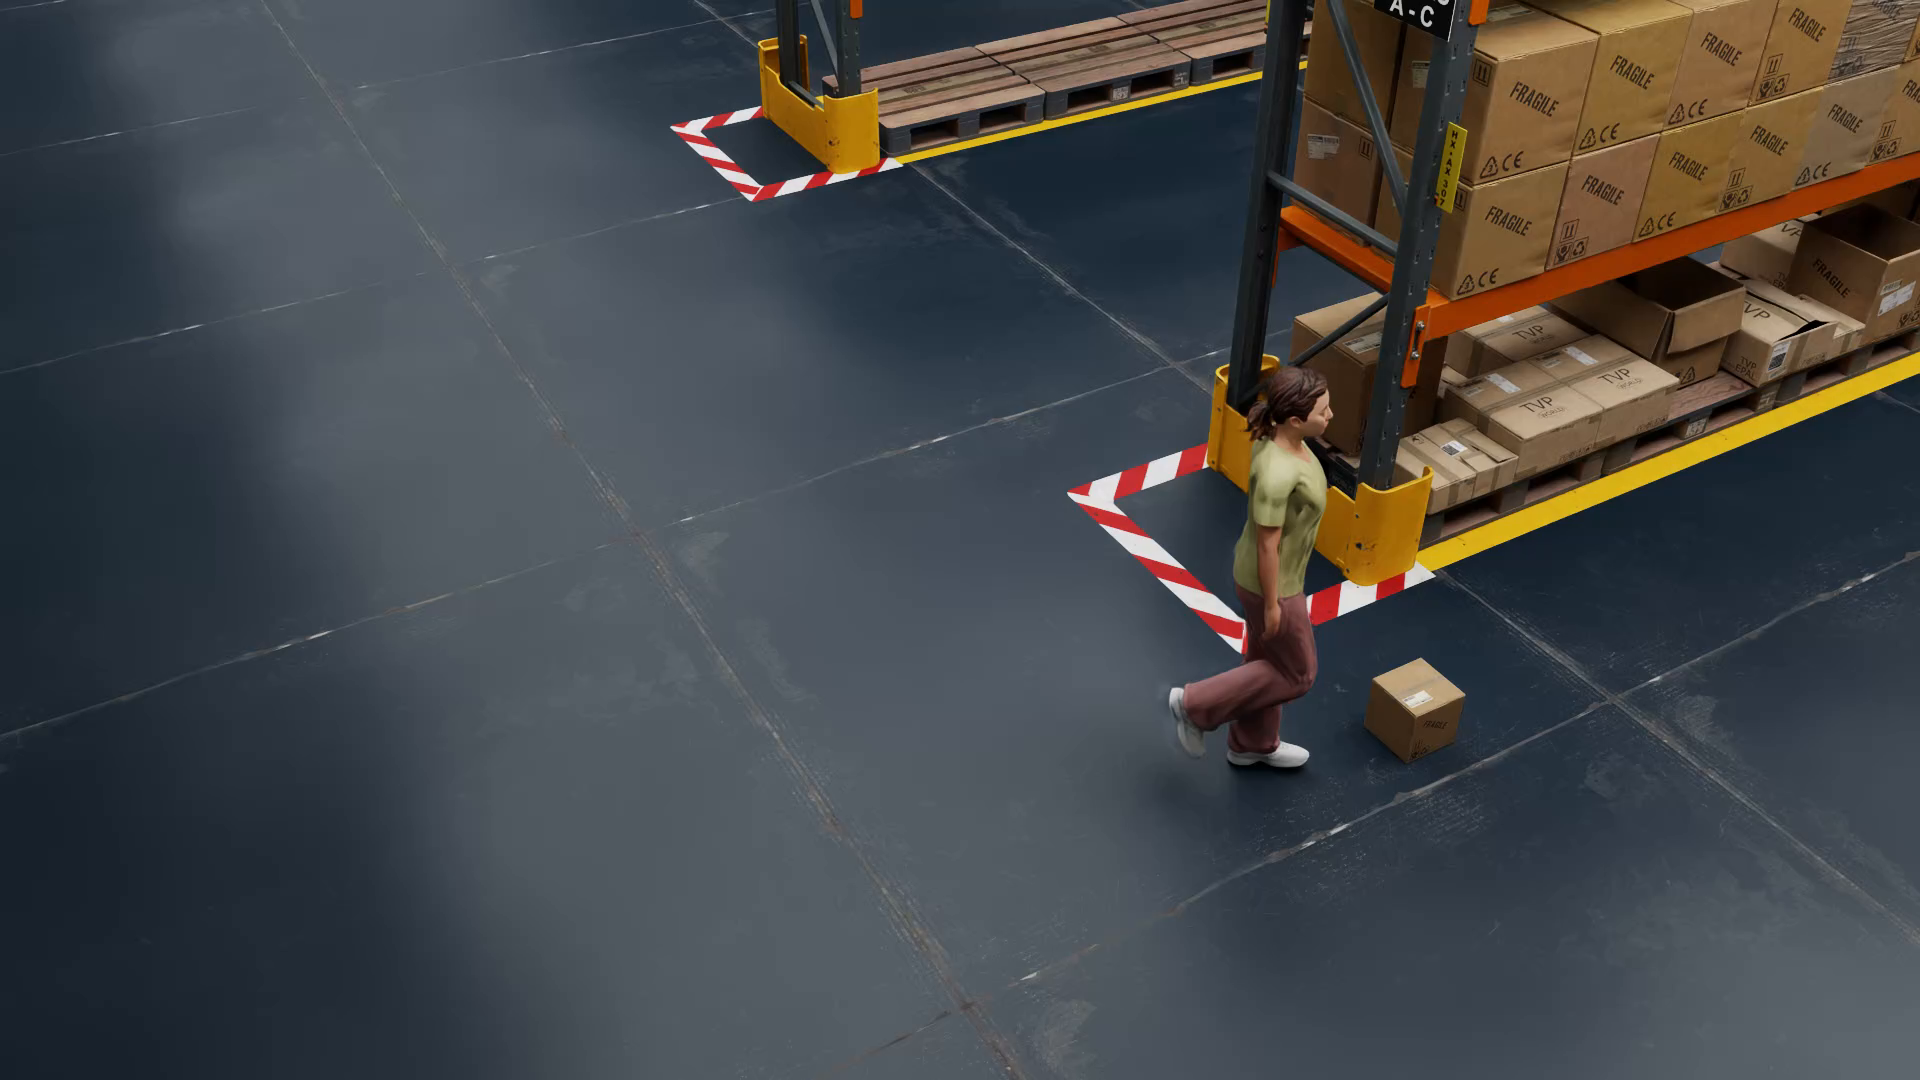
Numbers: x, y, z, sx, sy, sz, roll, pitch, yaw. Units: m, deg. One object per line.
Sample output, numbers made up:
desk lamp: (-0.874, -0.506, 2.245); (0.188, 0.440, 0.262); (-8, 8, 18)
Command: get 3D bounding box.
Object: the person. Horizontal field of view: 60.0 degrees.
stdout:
person: (1.074, 0.126, 5.956); (0.544, 1.662, 0.507); (6, 37, 8)
